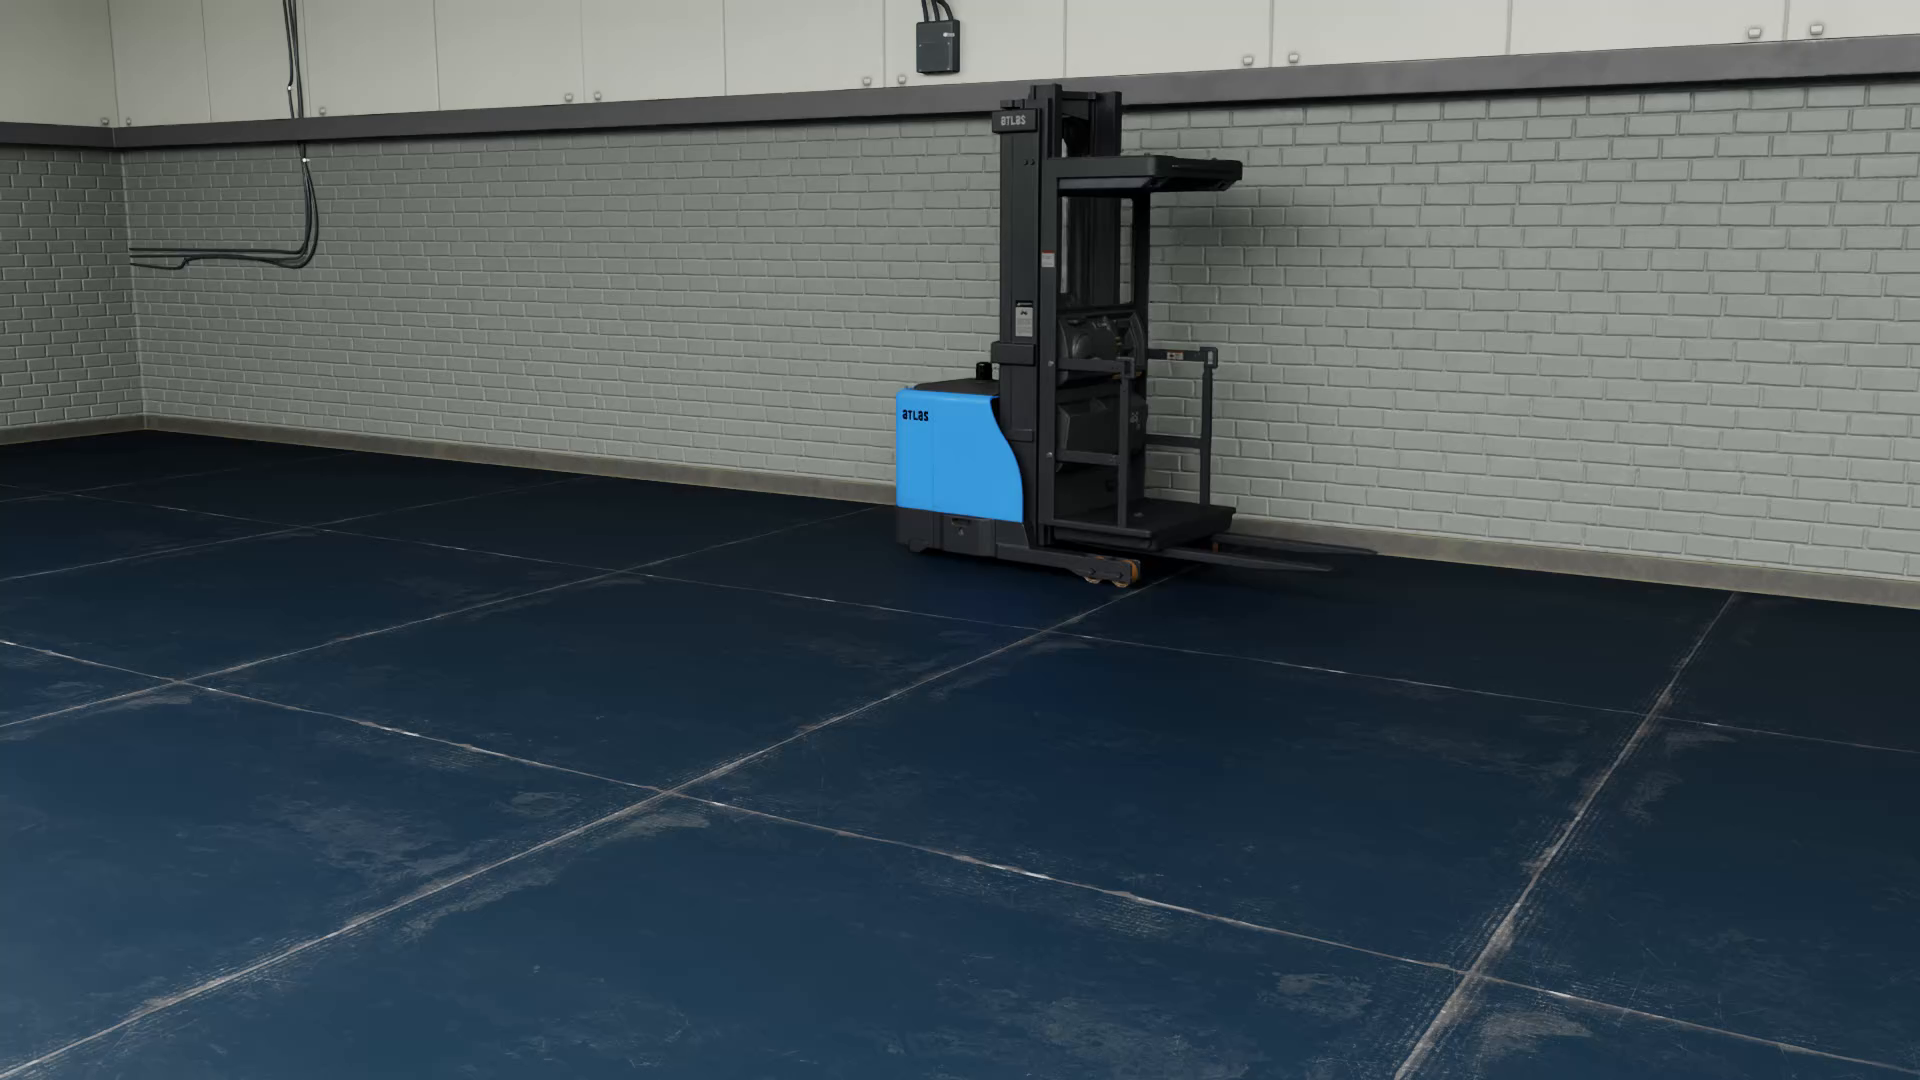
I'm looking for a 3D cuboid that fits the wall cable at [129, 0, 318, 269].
[{"bbox_3d":[-7.417,-3.930,16.343,3.097,2.526,0.112,6,12,31],"label":"wall cable"}]

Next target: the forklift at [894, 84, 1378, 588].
[{"bbox_3d":[1.050,-1.268,10.178,3.031,2.935,1.130,8,13,36],"label":"forklift"}]

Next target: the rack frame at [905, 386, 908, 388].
[{"bbox_3d":[-0.288,-0.516,11.274,0.200,1.050,0.008,8,13,35],"label":"rack frame"}]

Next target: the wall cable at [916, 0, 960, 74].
[{"bbox_3d":[0.688,-6.218,10.886,2.305,6.003,0.169,6,12,31],"label":"wall cable"}]

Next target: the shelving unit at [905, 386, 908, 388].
[{"bbox_3d":[-0.216,-0.535,11.371,0.215,1.050,0.252,8,13,35],"label":"shelving unit"}]
